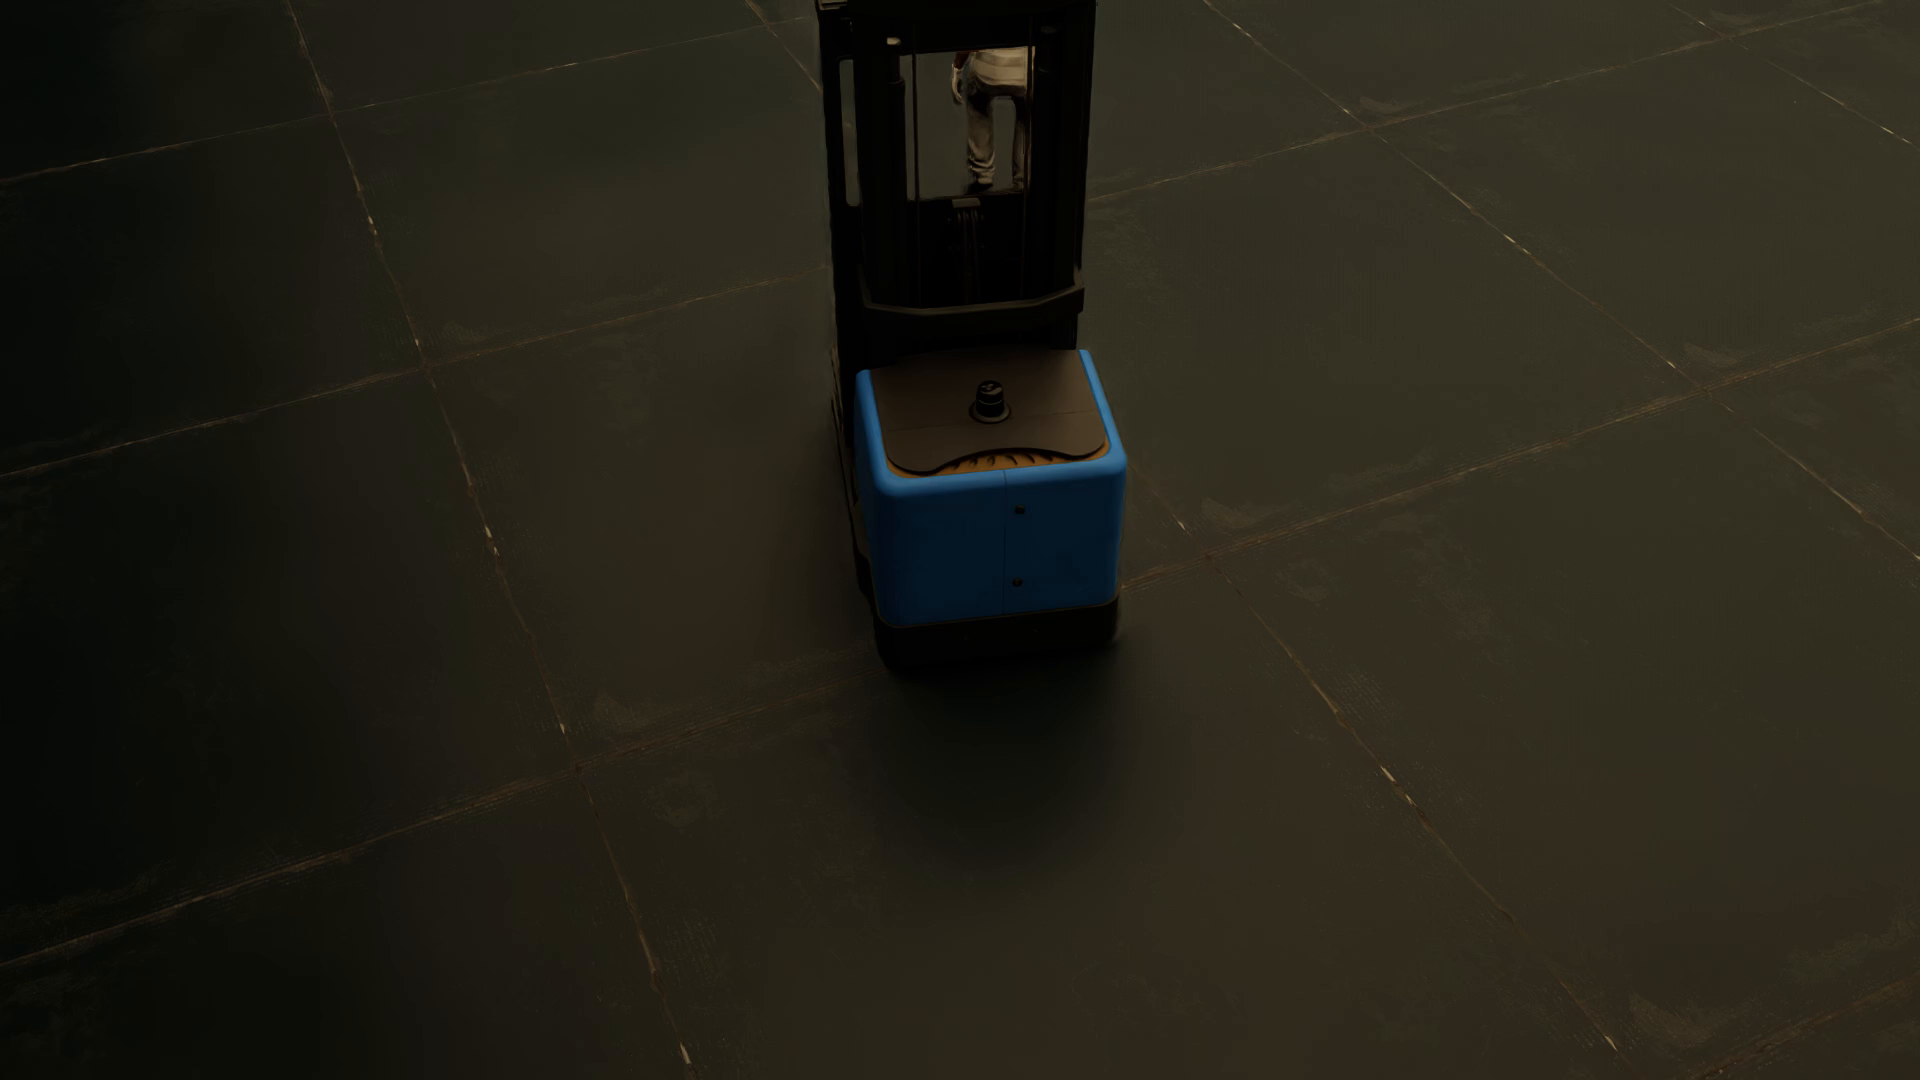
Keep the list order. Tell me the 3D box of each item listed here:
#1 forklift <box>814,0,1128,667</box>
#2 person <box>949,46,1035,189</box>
[{"bbox_3d":[-0.048,-1.540,7.330,1.130,2.935,3.031,-6,43,-6],"label":"forklift"},{"bbox_3d":[0.268,-2.717,9.514,0.747,1.754,0.690,-6,43,-6],"label":"person"}]
